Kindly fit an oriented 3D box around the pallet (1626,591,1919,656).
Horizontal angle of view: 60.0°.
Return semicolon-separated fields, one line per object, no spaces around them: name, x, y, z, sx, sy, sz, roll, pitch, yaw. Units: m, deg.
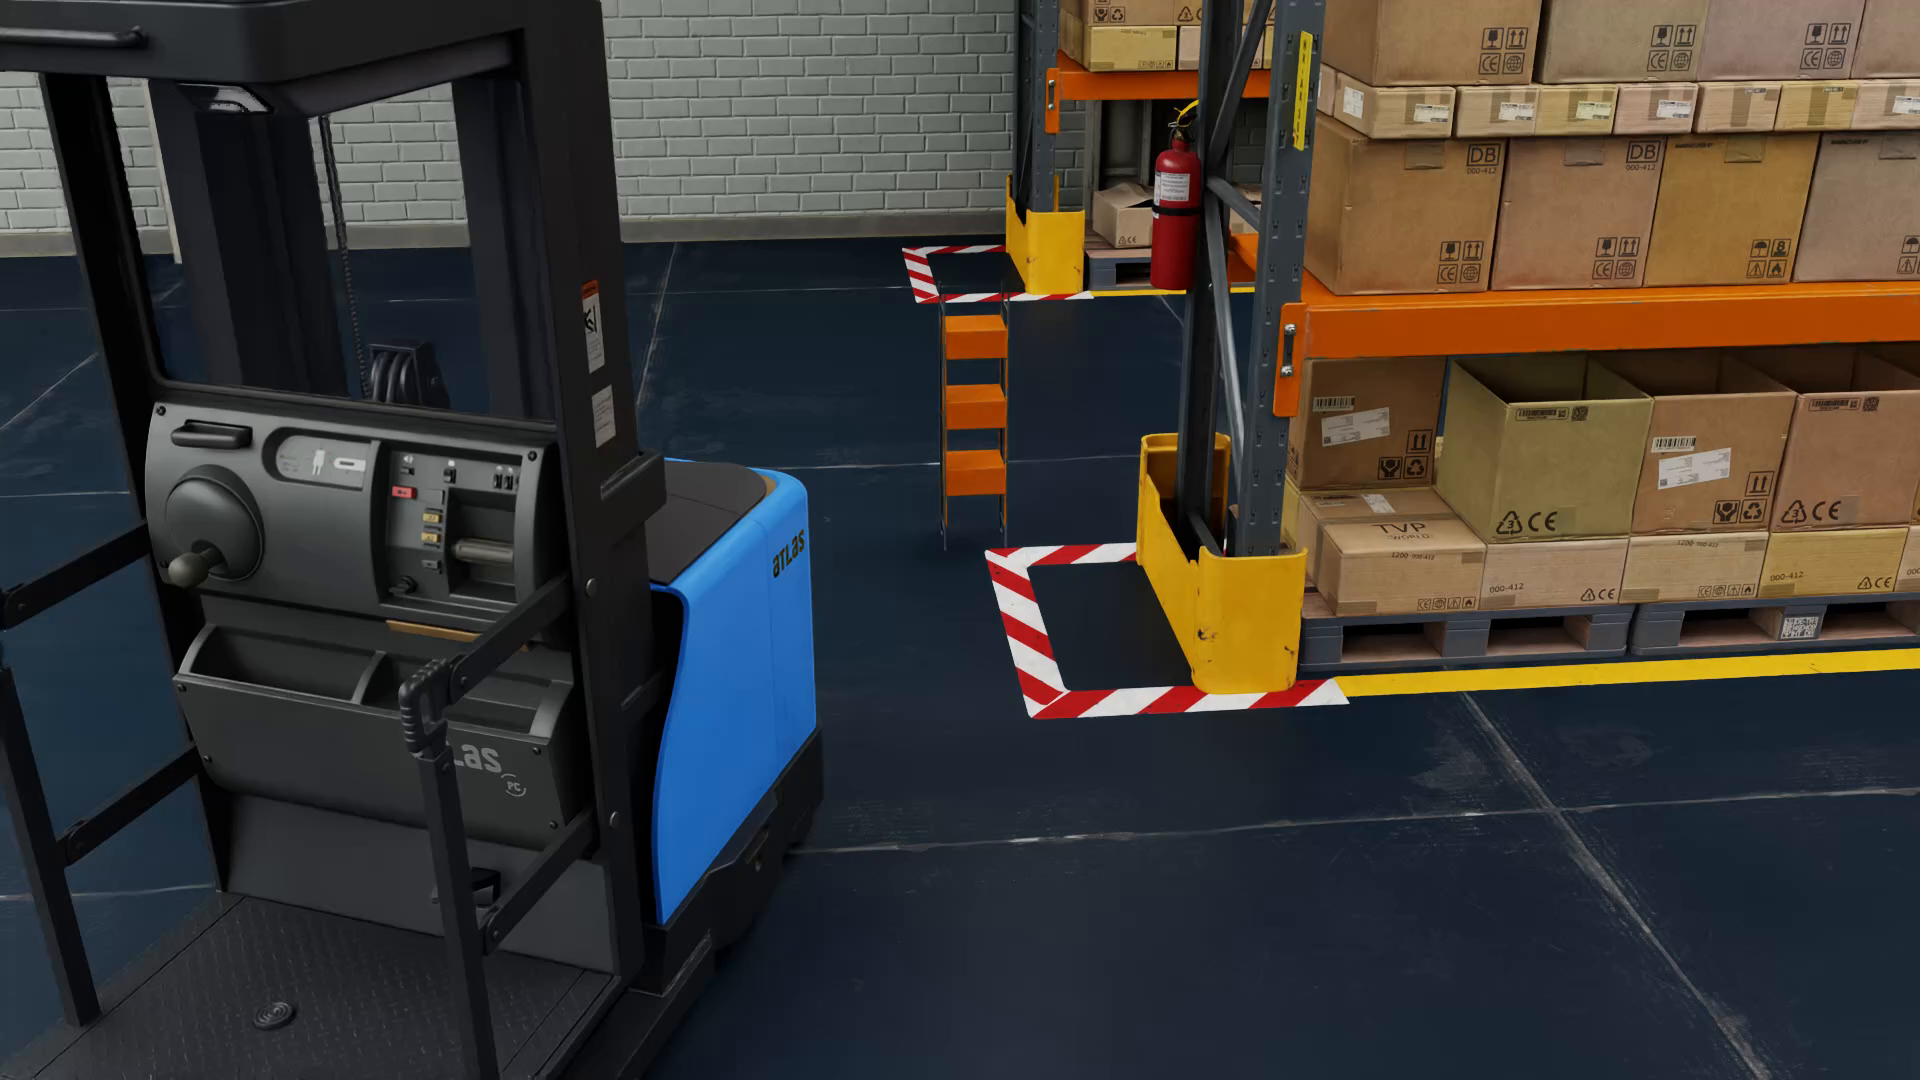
pallet;2.911;0.086;6.296;1.213;0.211;1.003;-2;24;-5

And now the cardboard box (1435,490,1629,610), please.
cardboard box;1.996;0.019;5.883;0.500;0.250;0.500;-2;24;-5

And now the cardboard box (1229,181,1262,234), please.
cardboard box;1.717;-2.082;10.509;0.500;0.311;0.500;0;24;-1

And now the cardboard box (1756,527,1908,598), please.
cardboard box;2.991;-0.019;5.968;0.500;0.250;0.500;-2;24;-5

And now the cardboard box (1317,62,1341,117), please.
cardboard box;1.304;-1.527;5.572;0.250;0.149;0.380;-3;24;-6

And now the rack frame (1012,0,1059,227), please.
rack frame;0.452;-3.095;10.020;0.127;3.000;1.000;-2;24;-5

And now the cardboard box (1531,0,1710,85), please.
cardboard box;1.984;-1.770;5.319;0.500;0.500;0.700;-3;24;-7

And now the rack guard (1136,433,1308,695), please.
rack guard;0.919;0.050;6.022;0.348;0.500;1.175;-2;24;-5

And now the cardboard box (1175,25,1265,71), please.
cardboard box;1.484;-2.953;9.862;0.500;0.250;0.500;-3;24;-7

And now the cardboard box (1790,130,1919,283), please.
cardboard box;2.949;-1.215;5.668;0.500;0.500;0.700;-2;24;-4

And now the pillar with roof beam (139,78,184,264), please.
pillar with roof beam;-4.484;-4.235;5.198;0.400;9.000;9.100;-2;24;-5

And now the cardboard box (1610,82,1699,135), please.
cardboard box;2.117;-1.394;5.271;0.250;0.149;0.380;-3;24;-6

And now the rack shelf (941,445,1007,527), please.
rack shelf;0.053;-0.218;6.659;0.240;0.259;0.215;-2;24;-5

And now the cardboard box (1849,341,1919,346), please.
cardboard box;3.436;-0.599;6.349;0.500;0.500;0.500;-2;24;-5

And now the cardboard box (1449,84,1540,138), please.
cardboard box;1.617;-1.375;5.230;0.250;0.149;0.380;-3;24;-7

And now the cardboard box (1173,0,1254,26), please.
cardboard box;1.450;-3.292;9.699;0.500;0.500;0.500;-2;24;-5

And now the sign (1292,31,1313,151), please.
sign;0.991;-1.300;4.819;0.005;0.325;0.100;-2;24;-5

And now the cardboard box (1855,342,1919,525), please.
cardboard box;3.487;-0.387;5.873;0.500;0.500;0.500;-2;24;-5

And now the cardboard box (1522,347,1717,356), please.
cardboard box;2.441;-0.559;6.259;0.500;0.500;0.500;-2;24;-5

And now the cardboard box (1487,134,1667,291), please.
cardboard box;1.931;-1.175;5.578;0.500;0.500;0.700;-2;24;-4

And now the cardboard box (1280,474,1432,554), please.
cardboard box;1.447;-0.169;6.306;0.500;0.250;0.500;-2;24;-5

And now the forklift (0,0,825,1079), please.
forklift;-1.325;-0.029;3.208;1.130;2.935;3.031;7;25;16

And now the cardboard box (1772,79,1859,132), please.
cardboard box;2.636;-1.416;5.321;0.250;0.149;0.380;-3;24;-6

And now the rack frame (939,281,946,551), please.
rack frame;-0.068;-0.477;6.531;0.008;1.050;0.200;-2;24;-5

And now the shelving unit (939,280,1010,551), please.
shelving unit;0.053;-0.482;6.542;0.252;1.050;0.215;-2;24;-5

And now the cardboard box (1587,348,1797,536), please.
cardboard box;2.492;-0.349;5.786;0.500;0.500;0.500;-2;24;-5

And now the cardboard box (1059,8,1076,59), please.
cardboard box;0.898;-3.133;10.265;0.500;0.250;0.500;-2;24;-4

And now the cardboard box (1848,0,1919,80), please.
cardboard box;2.984;-1.811;5.411;0.500;0.500;0.700;-2;24;-5

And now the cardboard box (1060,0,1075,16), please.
cardboard box;0.900;-3.483;10.130;0.500;0.500;0.500;-3;24;-6

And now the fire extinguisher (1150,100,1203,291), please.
fire extinguisher;0.779;-1.241;5.944;0.183;0.674;0.296;-2;24;-5

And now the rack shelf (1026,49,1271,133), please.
rack shelf;2.442;-2.846;10.346;4.000;0.370;1.077;-2;24;-5
